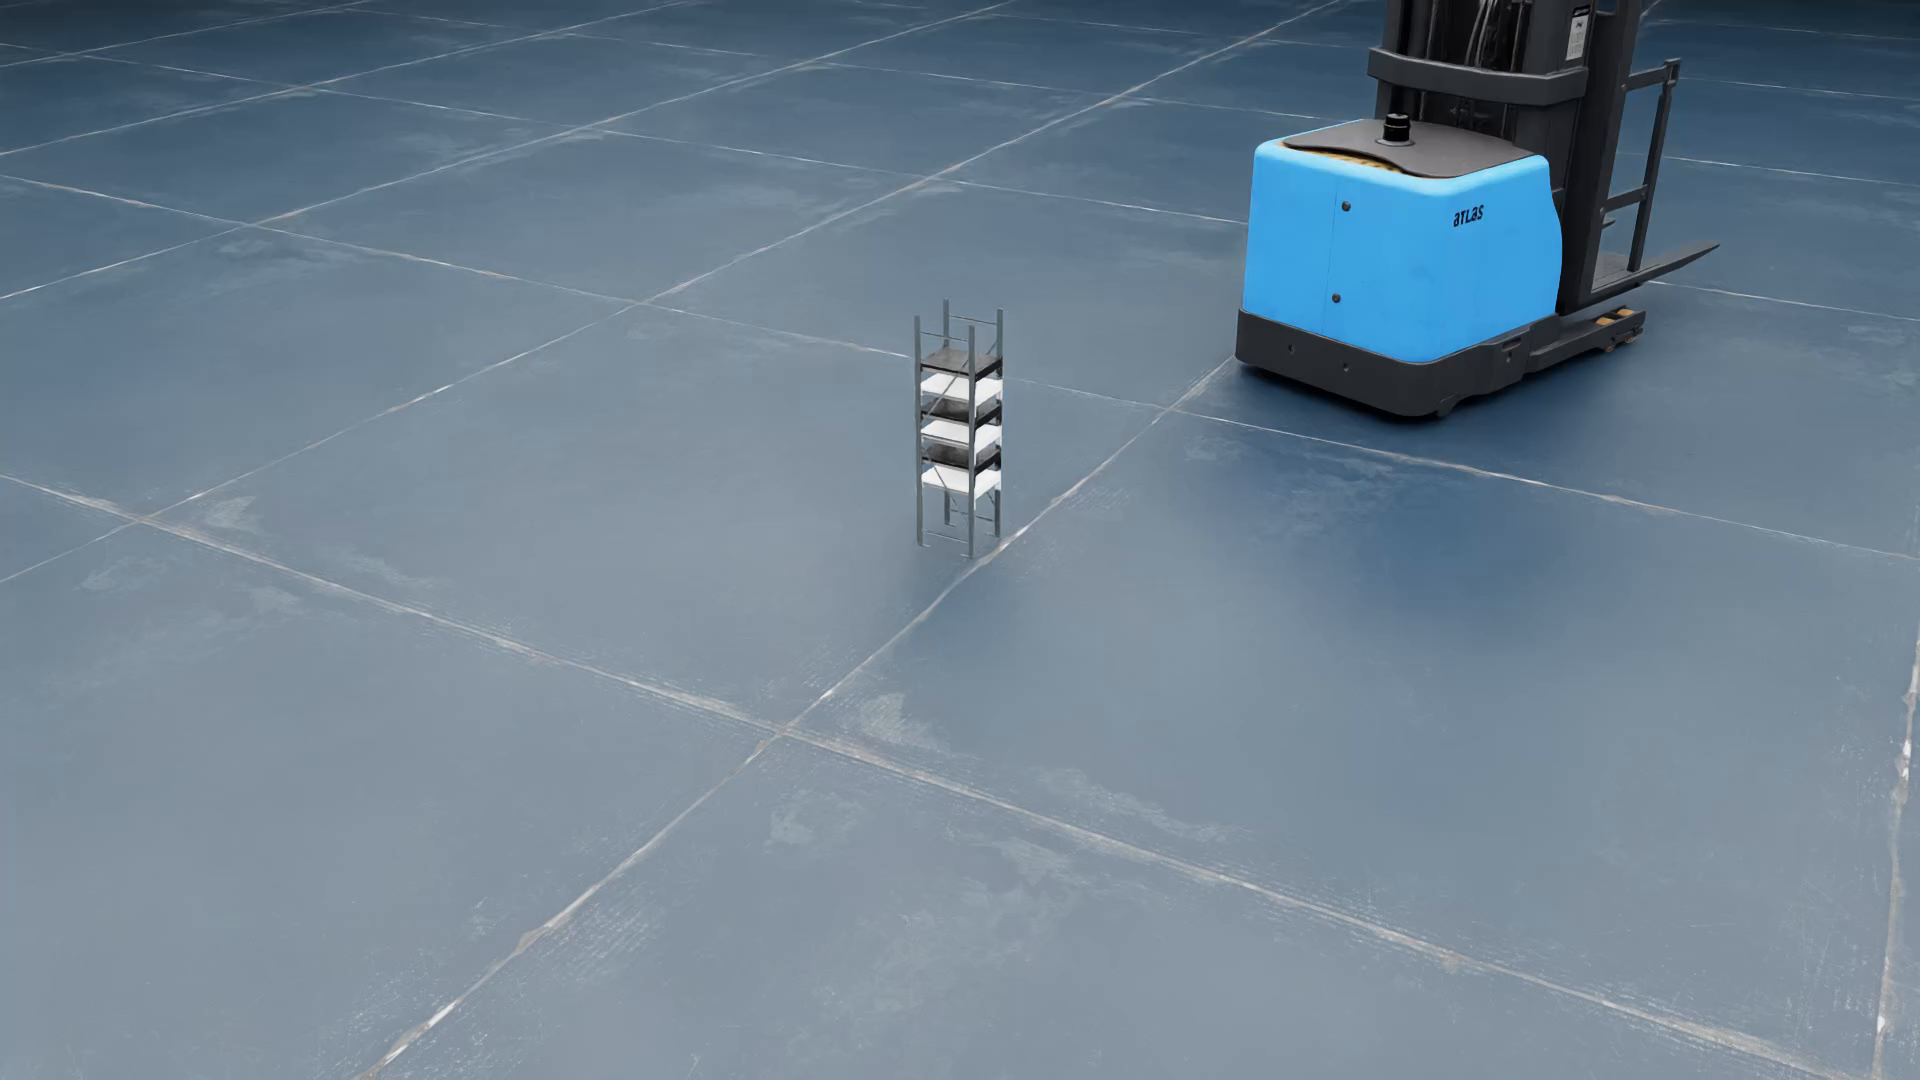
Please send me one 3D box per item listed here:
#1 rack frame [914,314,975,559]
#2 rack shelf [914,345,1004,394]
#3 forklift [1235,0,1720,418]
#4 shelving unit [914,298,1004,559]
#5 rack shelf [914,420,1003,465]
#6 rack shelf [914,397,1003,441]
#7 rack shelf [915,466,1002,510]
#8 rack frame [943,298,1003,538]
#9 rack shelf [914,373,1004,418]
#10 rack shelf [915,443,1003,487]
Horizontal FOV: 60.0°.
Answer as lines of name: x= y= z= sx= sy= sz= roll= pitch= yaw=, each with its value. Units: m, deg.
rack frame: x=-0.054 y=-0.360 z=5.963 sx=0.240 sy=0.900 sz=0.006 roll=14 pitch=30 yaw=26
rack shelf: x=-0.004 y=-0.611 z=5.936 sx=0.258 sy=0.077 sz=0.200 roll=14 pitch=30 yaw=26
forklift: x=2.734 y=-2.380 z=7.730 sx=3.031 sy=2.935 sz=1.130 roll=-21 pitch=34 yaw=-36
shelving unit: x=-0.004 y=-0.399 z=6.042 sx=0.258 sy=0.900 sz=0.210 roll=14 pitch=30 yaw=26
rack shelf: x=-0.004 y=-0.369 z=6.057 sx=0.258 sy=0.077 sz=0.200 roll=14 pitch=30 yaw=26
rack shelf: x=-0.004 y=-0.450 z=6.017 sx=0.258 sy=0.077 sz=0.200 roll=14 pitch=30 yaw=26
rack shelf: x=-0.004 y=-0.208 z=6.138 sx=0.258 sy=0.077 sz=0.200 roll=14 pitch=30 yaw=26
rack frame: x=0.046 y=-0.439 z=6.121 sx=0.240 sy=0.900 sz=0.006 roll=14 pitch=30 yaw=26
rack shelf: x=-0.004 y=-0.530 z=5.977 sx=0.258 sy=0.077 sz=0.200 roll=14 pitch=30 yaw=26
rack shelf: x=-0.004 y=-0.289 z=6.097 sx=0.258 sy=0.077 sz=0.200 roll=14 pitch=30 yaw=26
